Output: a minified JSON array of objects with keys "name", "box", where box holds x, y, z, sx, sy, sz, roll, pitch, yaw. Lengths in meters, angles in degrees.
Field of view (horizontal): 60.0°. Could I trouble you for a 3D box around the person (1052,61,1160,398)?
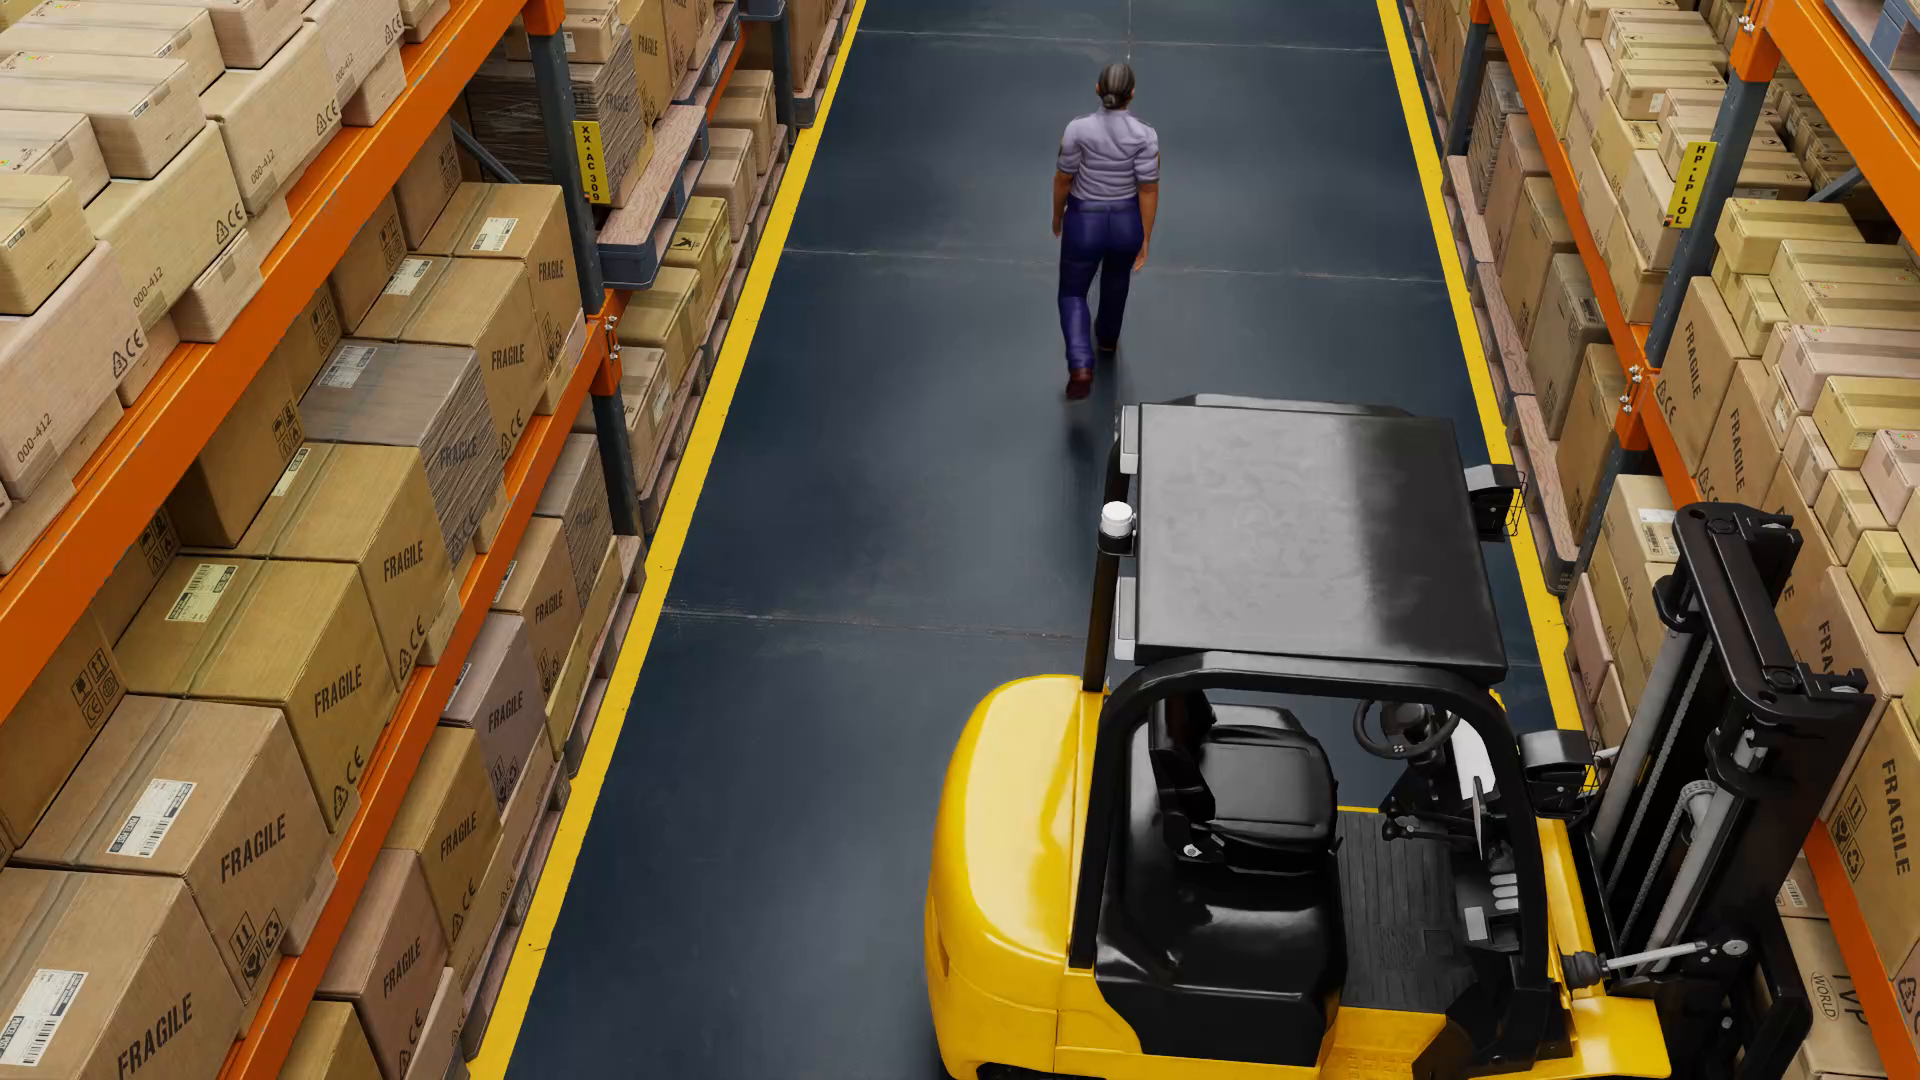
[{"name":"person","box":[0.683,-1.473,7.888,0.479,1.603,0.880,-2,40,-2]}]
